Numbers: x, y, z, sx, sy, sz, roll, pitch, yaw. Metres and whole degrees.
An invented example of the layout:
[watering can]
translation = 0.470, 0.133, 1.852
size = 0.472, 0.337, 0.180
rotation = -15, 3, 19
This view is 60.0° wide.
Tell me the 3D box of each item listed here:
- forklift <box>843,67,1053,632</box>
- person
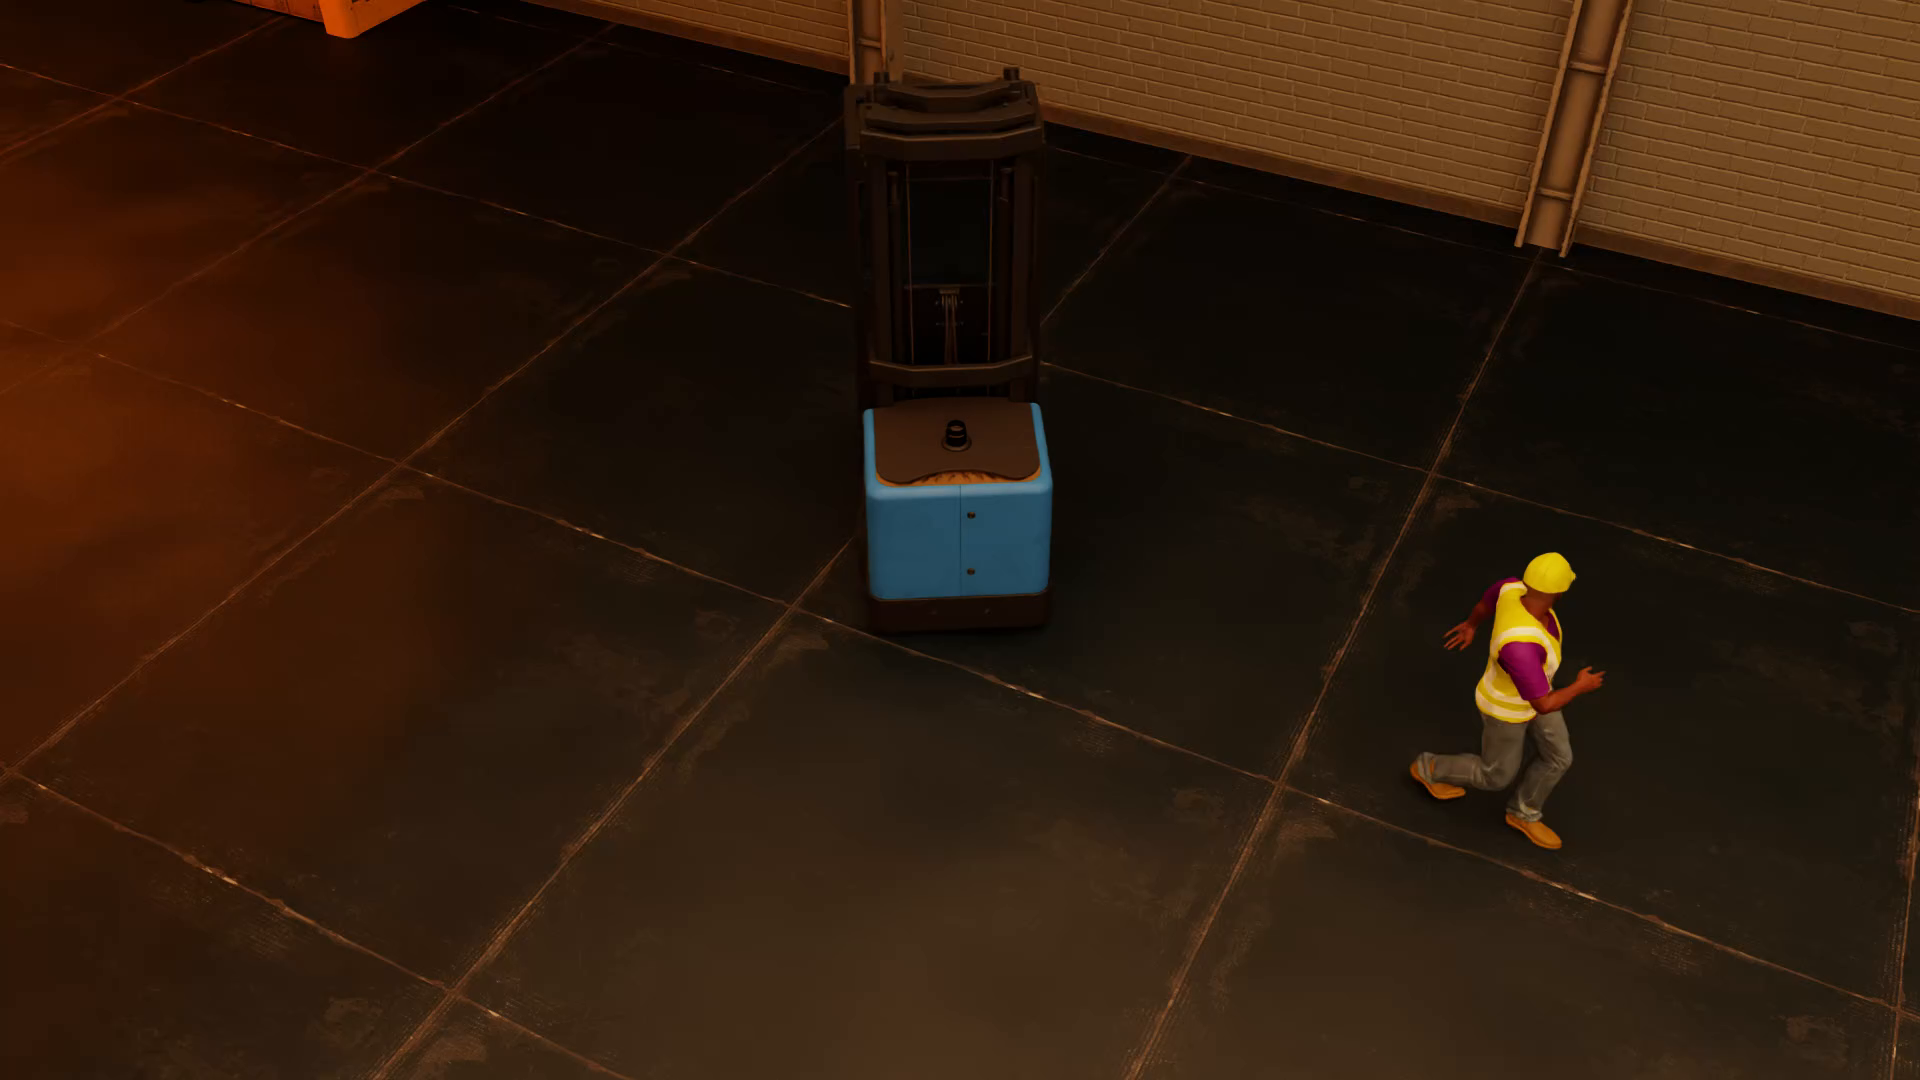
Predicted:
[forklift]
translation = -0.092, -1.530, 9.803
size = 1.130, 2.935, 3.031
rotation = -2, 40, -3
[person]
translation = 2.697, 0.736, 8.101
size = 0.901, 1.677, 0.608
rotation = 25, 46, 27
